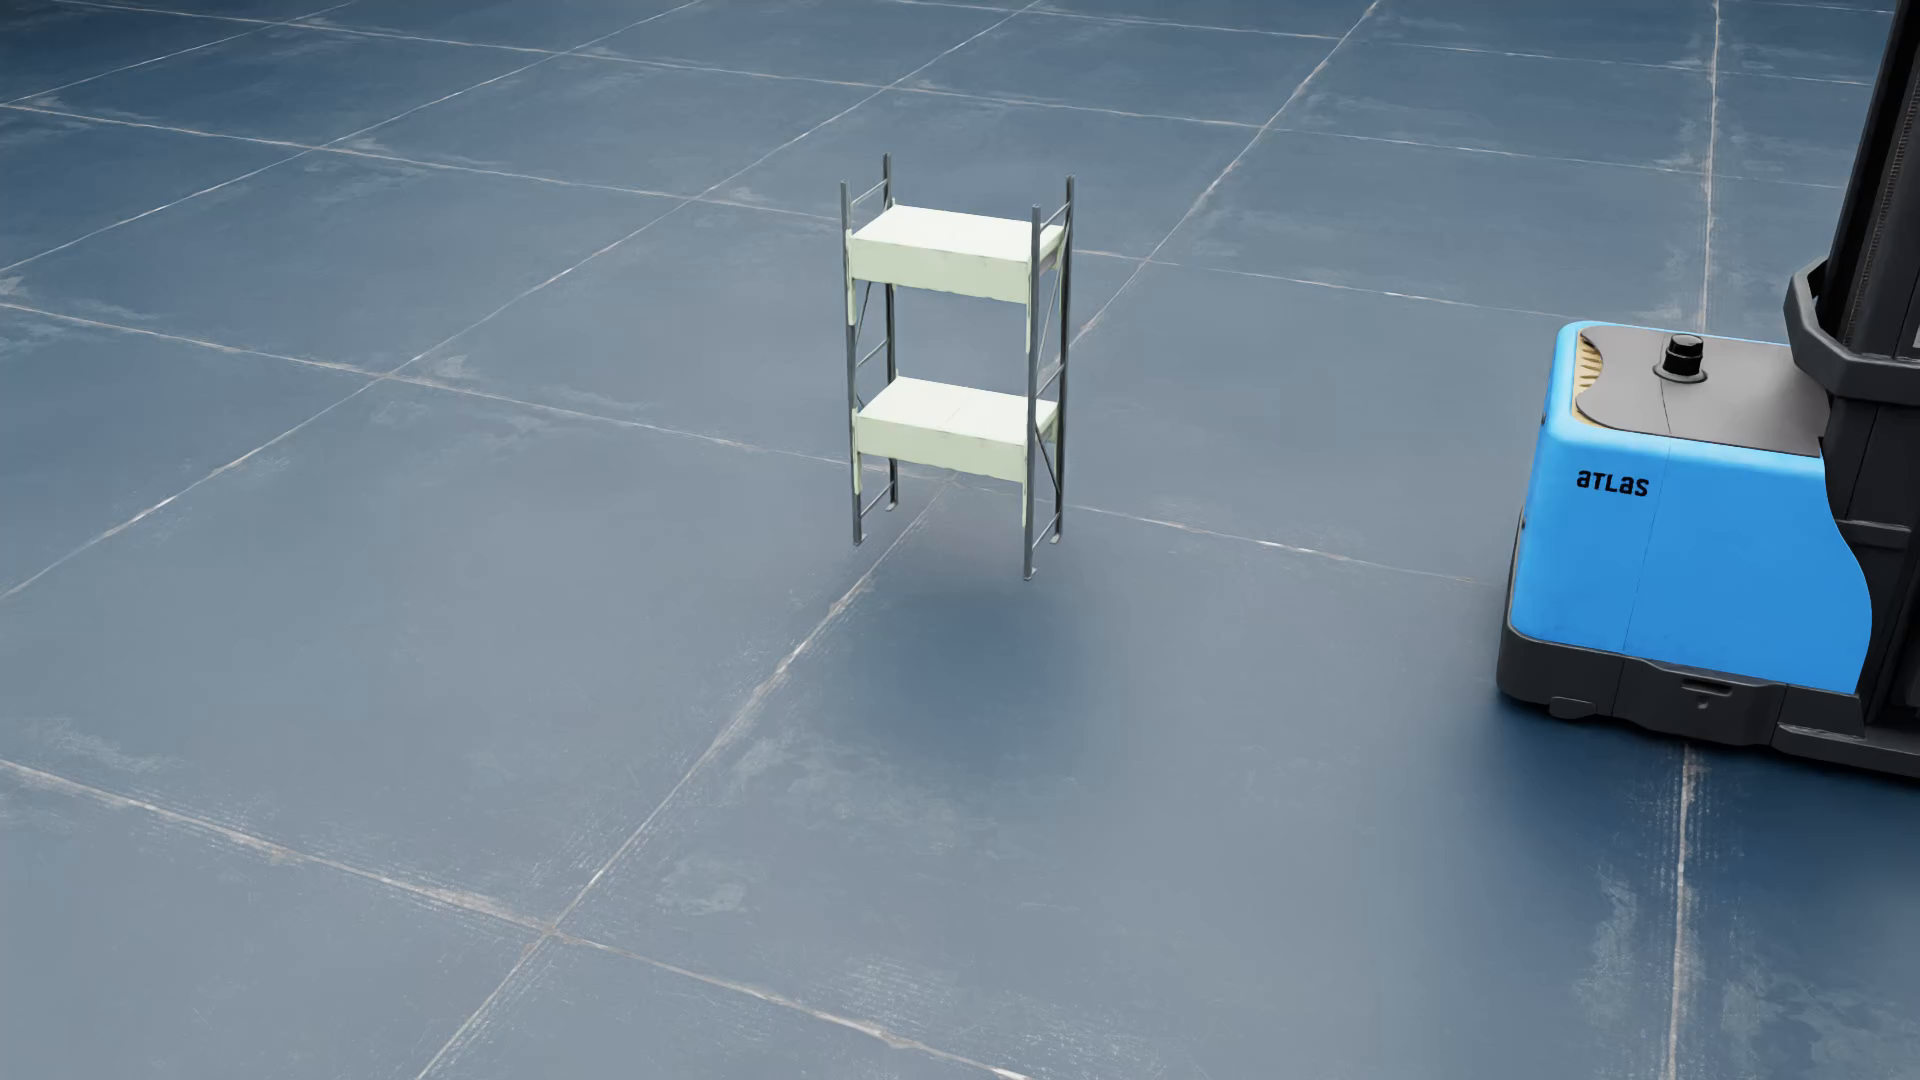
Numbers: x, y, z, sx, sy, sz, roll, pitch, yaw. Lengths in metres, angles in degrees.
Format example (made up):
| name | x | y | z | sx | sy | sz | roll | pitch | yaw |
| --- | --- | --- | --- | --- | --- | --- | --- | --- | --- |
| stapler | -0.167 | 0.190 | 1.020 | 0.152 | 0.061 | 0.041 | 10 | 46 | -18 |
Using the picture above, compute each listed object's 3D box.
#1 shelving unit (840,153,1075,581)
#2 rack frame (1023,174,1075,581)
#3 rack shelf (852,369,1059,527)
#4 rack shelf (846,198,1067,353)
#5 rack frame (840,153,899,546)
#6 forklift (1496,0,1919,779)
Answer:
| name | x | y | z | sx | sy | sz | roll | pitch | yaw |
| --- | --- | --- | --- | --- | --- | --- | --- | --- | --- |
| shelving unit | -0.006 | -0.654 | 6.383 | 0.755 | 1.500 | 0.431 | 11 | 31 | 19 |
| rack frame | 0.333 | -0.586 | 6.263 | 0.023 | 1.500 | 0.400 | 11 | 31 | 19 |
| rack shelf | -0.006 | -0.370 | 6.544 | 0.720 | 0.370 | 0.431 | 11 | 31 | 19 |
| rack shelf | -0.006 | -0.994 | 6.191 | 0.720 | 0.370 | 0.431 | 11 | 31 | 19 |
| rack frame | -0.345 | -0.722 | 6.503 | 0.023 | 1.500 | 0.400 | 11 | 31 | 19 |
| forklift | 3.422 | -0.679 | 4.972 | 3.031 | 2.935 | 1.130 | 10 | 31 | 17 |
